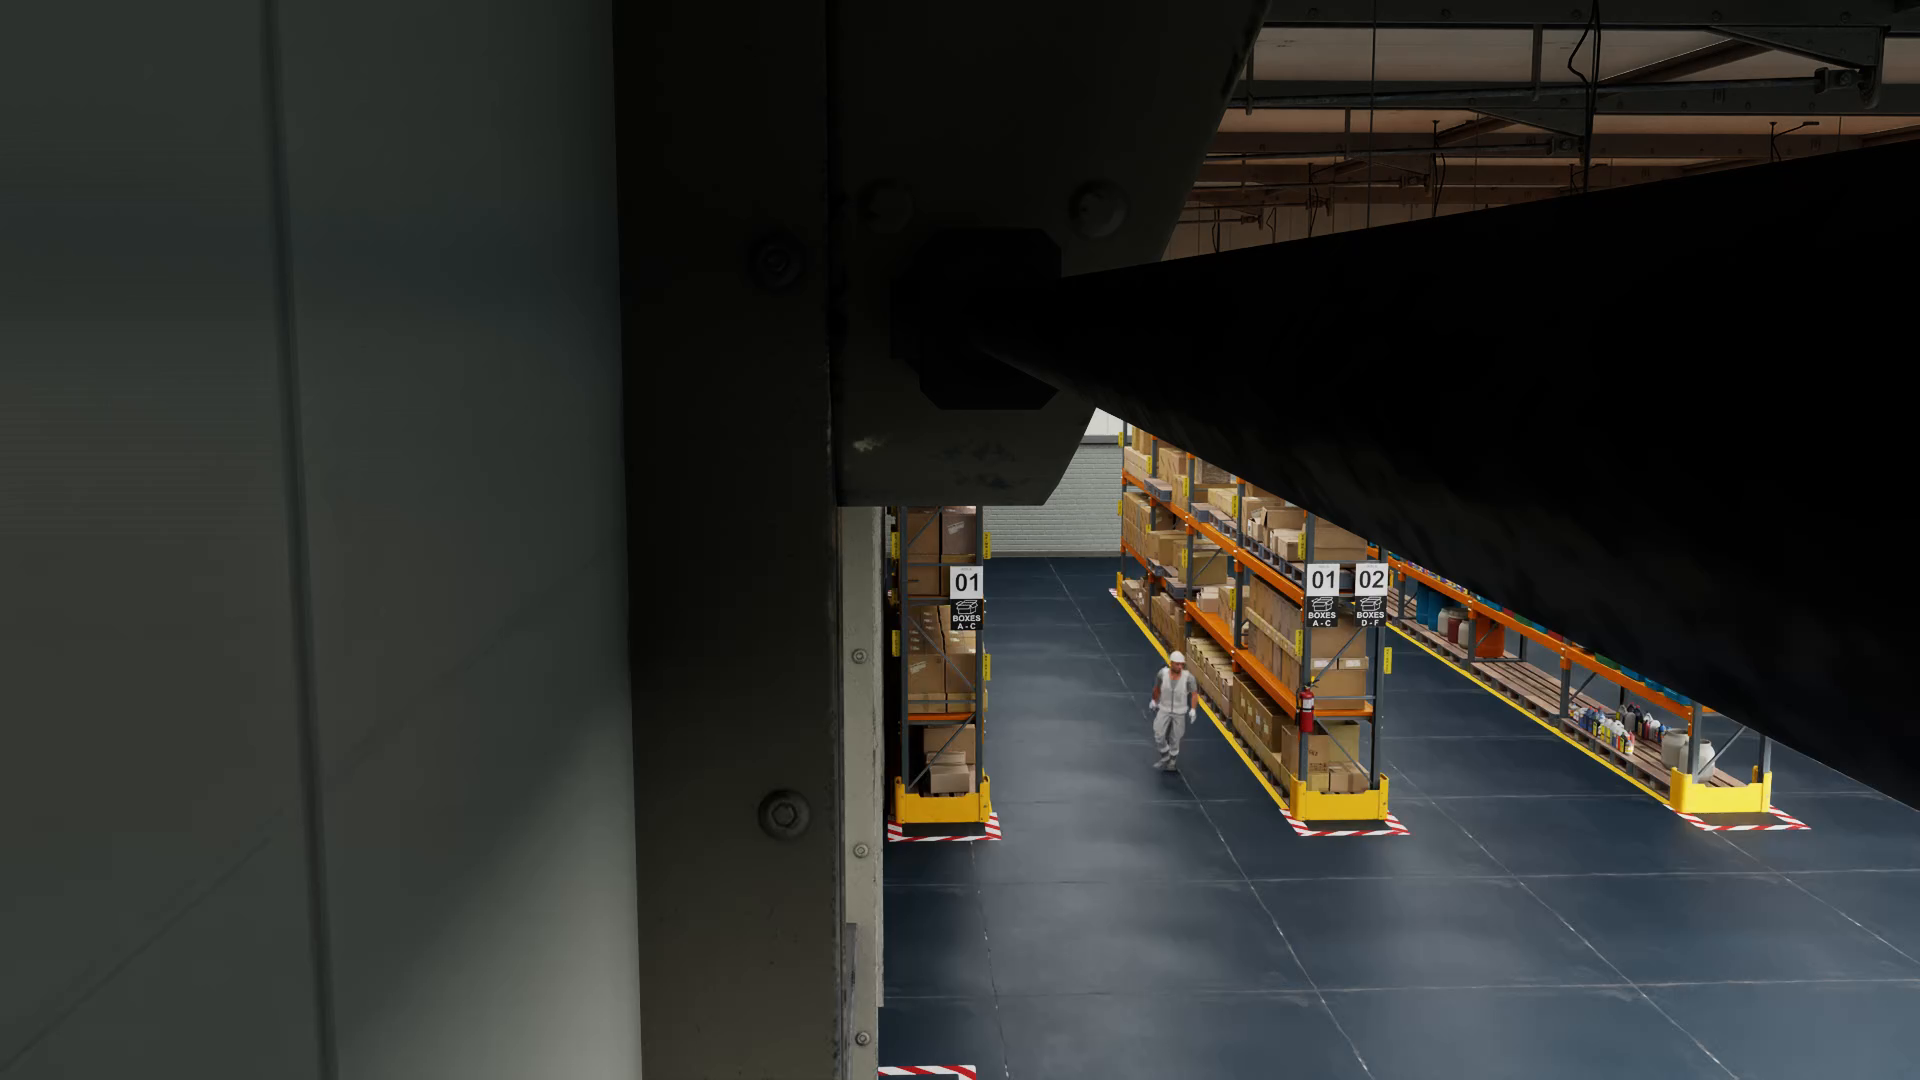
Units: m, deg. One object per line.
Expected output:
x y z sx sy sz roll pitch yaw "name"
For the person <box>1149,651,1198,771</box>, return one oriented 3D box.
2.874 2.320 22.446 0.678 1.723 0.699 1 8 10 "person"
